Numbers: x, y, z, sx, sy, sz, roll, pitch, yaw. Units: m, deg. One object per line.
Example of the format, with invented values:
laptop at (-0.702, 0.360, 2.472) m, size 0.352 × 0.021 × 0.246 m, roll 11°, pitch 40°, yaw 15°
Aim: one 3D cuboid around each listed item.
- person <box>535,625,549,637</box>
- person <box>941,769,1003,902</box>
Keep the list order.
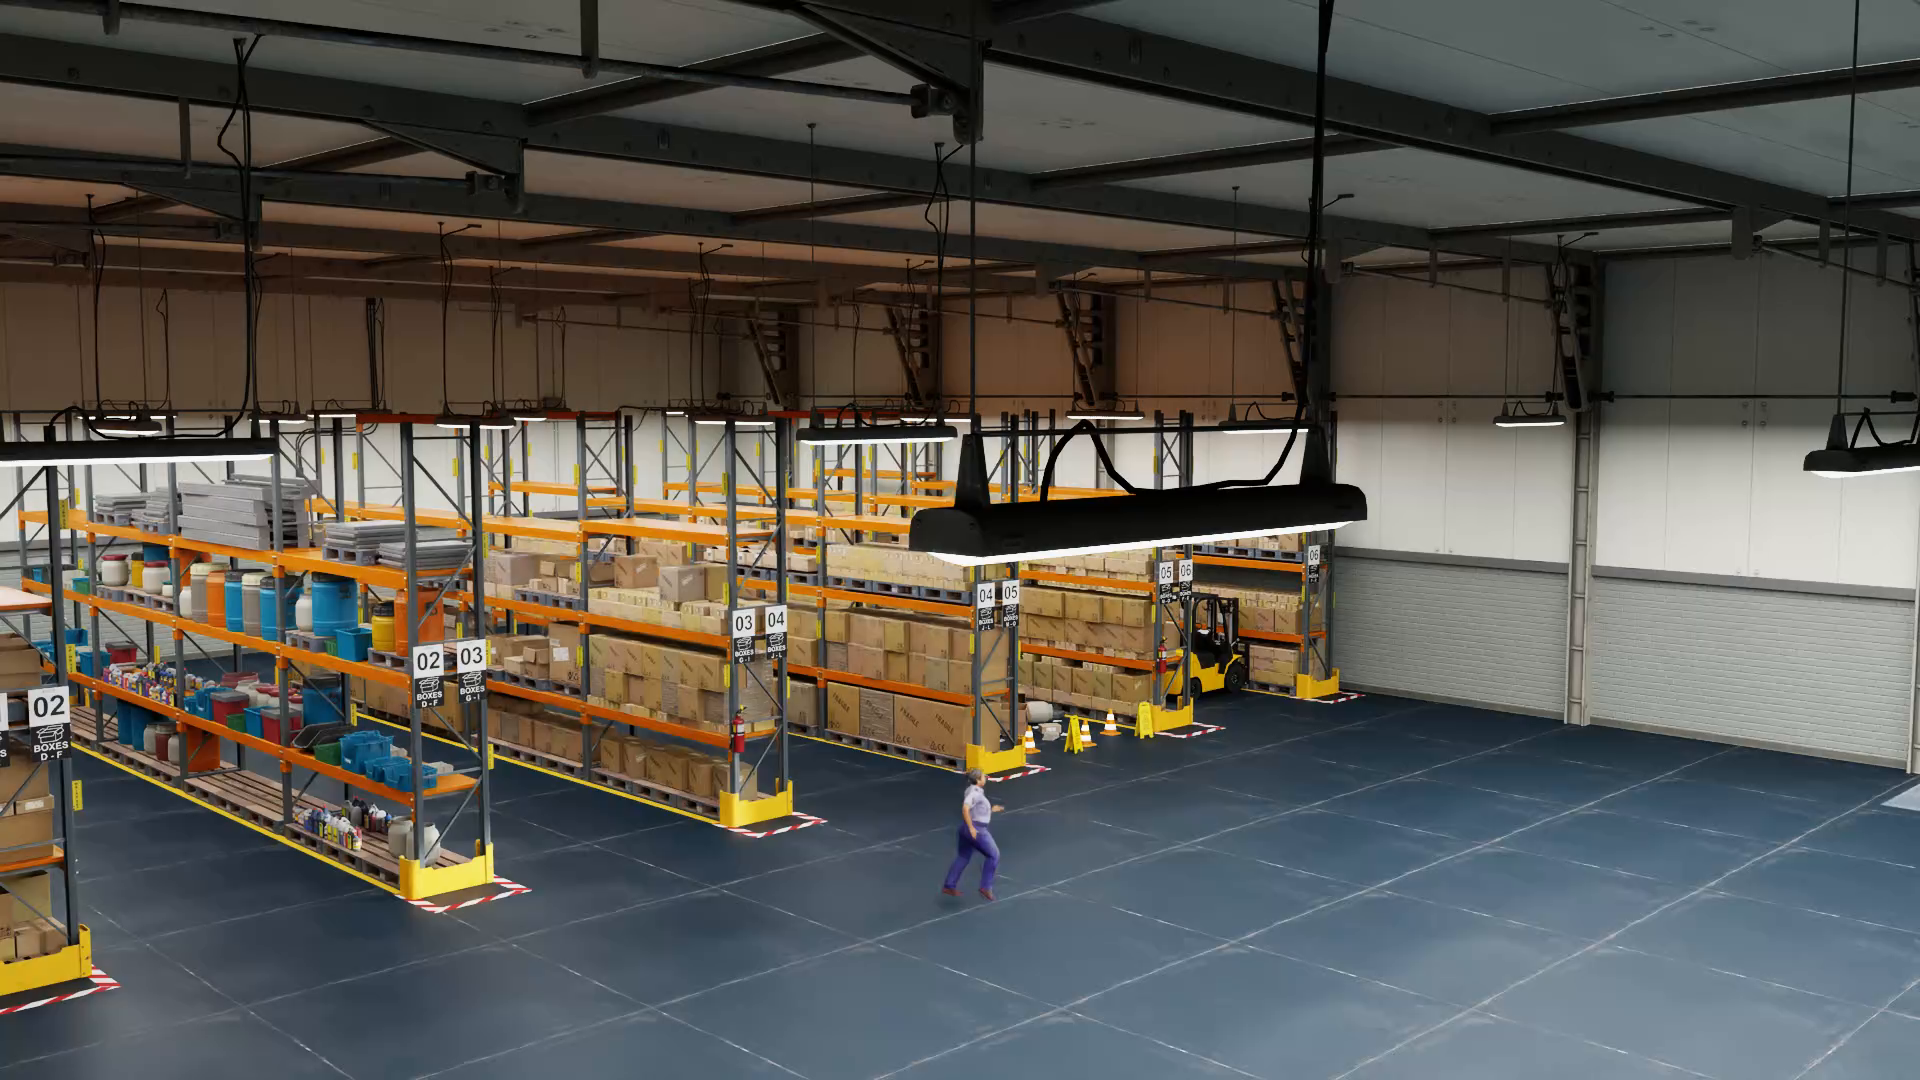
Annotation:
person at (-10.177, 2.028, 40.724) m, size 0.531 × 1.528 × 0.552 m, roll 1°, pitch 5°, yaw 6°
person at (0.173, 3.710, 20.827) m, size 0.822 × 1.706 × 0.570 m, roll -2°, pitch 5°, yaw -23°
